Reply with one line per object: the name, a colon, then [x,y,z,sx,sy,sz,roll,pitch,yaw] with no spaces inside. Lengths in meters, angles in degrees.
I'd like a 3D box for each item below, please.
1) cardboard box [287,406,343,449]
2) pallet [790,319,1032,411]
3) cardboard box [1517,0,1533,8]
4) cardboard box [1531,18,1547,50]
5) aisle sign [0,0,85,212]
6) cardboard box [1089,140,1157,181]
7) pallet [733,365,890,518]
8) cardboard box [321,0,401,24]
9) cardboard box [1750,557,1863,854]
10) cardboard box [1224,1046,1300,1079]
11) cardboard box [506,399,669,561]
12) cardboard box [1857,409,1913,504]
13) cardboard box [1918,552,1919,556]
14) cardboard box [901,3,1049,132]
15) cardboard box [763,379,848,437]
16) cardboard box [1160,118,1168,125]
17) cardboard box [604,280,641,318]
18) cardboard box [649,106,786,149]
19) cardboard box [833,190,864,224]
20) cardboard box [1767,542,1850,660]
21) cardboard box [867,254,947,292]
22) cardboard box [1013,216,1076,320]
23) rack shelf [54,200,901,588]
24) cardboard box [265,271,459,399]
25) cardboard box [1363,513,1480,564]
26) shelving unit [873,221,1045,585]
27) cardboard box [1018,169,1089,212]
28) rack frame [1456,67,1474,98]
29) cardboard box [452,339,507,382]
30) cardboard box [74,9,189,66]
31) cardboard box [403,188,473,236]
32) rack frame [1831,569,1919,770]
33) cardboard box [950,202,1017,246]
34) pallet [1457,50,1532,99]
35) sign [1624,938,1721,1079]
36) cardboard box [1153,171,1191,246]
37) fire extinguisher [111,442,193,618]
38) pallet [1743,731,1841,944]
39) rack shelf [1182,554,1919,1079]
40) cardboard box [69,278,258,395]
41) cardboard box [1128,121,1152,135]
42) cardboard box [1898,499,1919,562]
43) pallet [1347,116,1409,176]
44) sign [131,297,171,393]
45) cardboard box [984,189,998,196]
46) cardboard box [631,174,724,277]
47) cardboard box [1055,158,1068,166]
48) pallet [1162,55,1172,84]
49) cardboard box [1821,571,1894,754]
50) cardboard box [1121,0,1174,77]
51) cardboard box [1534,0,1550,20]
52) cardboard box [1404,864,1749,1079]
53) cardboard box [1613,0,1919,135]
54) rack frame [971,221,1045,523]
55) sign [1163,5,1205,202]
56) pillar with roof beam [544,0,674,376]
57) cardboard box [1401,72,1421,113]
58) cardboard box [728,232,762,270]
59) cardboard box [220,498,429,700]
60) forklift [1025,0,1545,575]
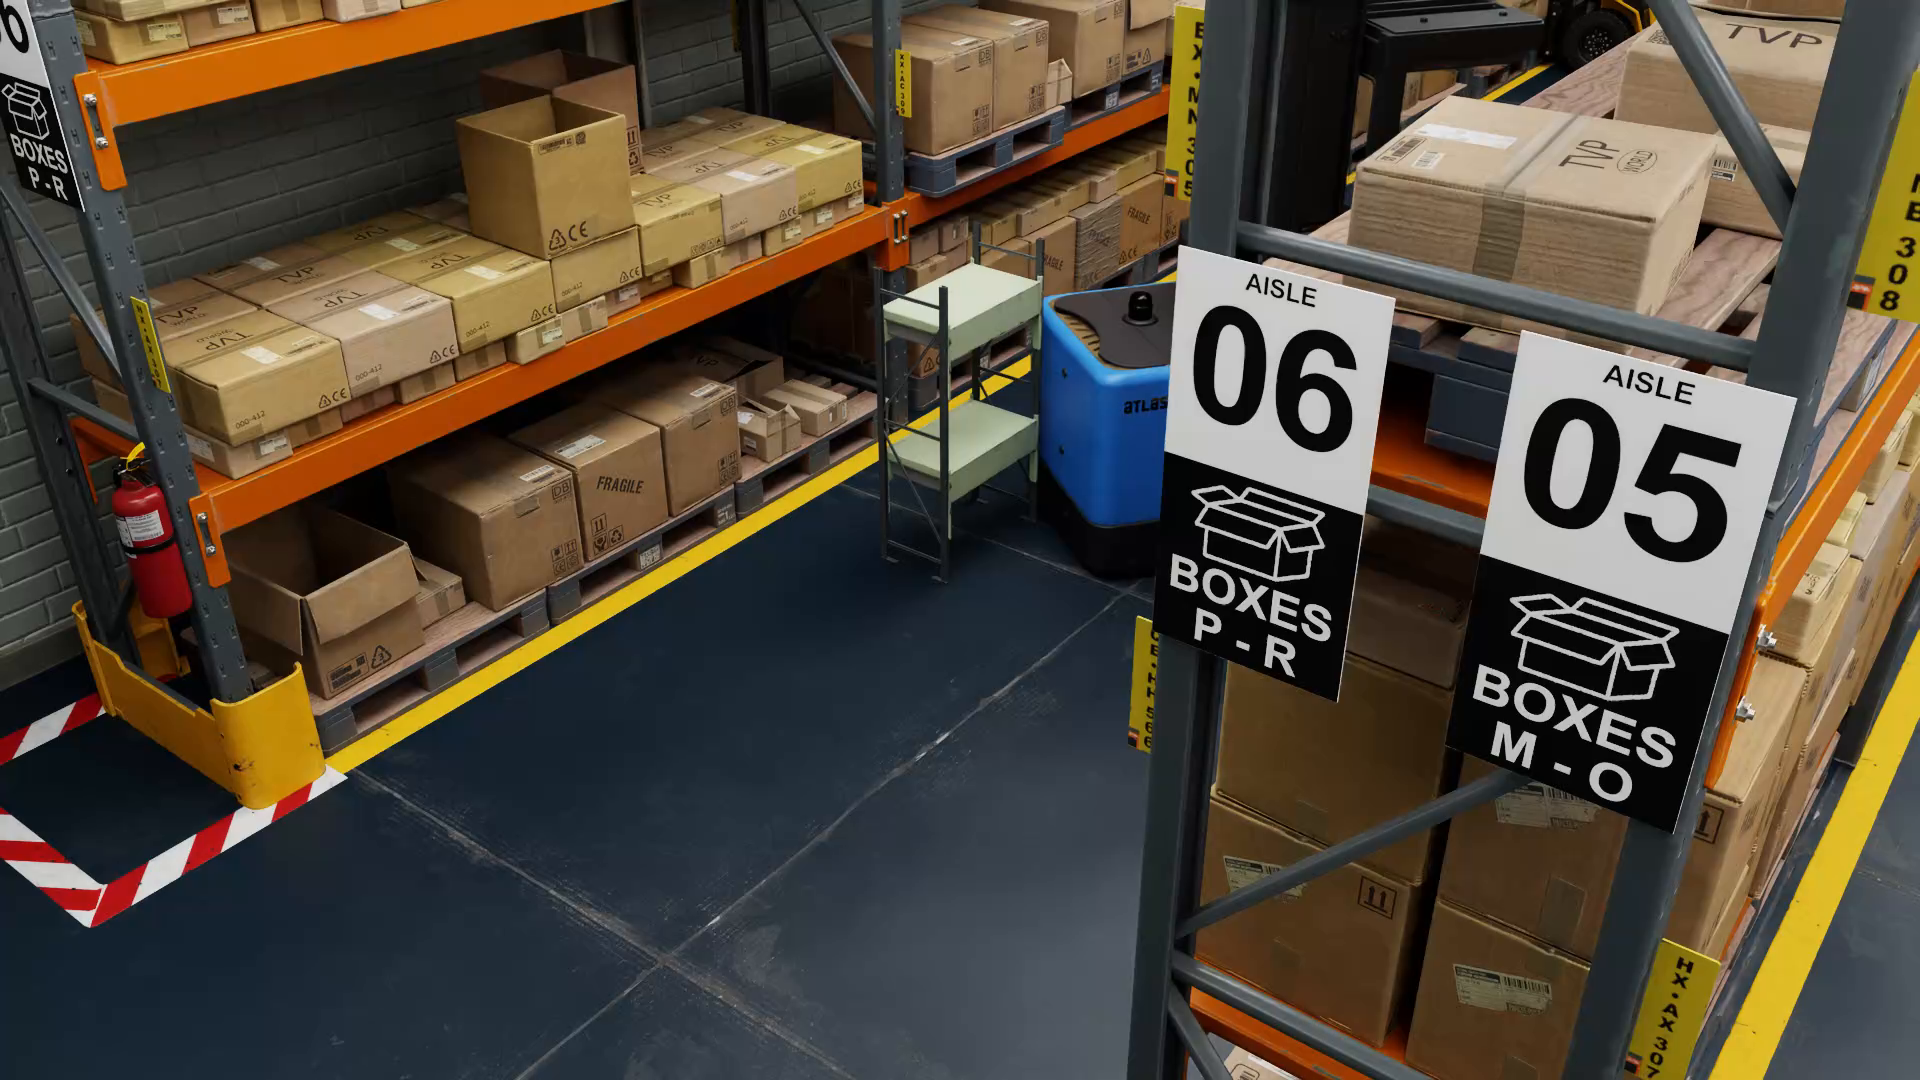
cardboard box: [-2.604,-0.503,6.404,0.380,0.149,0.250,22,37,32]
pallet: [-0.263,-1.213,10.090,1.003,0.211,1.213,21,37,31]
cardboard box: [4.965,-5.055,15.142,0.500,0.250,0.500,21,37,31]
cardboard box: [5.254,-4.840,15.759,0.500,0.250,0.500,22,37,32]
aisle sign: [-2.945,-1.445,5.196,0.394,0.787,0.004,21,37,31]
cardboard box: [1.065,-2.495,10.921,0.380,0.149,0.250,22,37,33]
pallet: [-1.139,-0.592,9.042,1.003,0.211,1.213,21,37,31]
cardboard box: [-2.222,-1.968,5.933,0.380,0.149,0.250,22,37,32]
cardboard box: [1.645,0.289,3.742,0.500,0.500,0.500,20,36,30]
cardboard box: [1.140,1.704,4.534,0.875,0.438,0.875,20,36,30]
cardboard box: [-1.747,-0.289,7.835,0.500,0.500,0.500,22,37,32]
cardboard box: [2.051,-0.253,4.019,0.380,0.149,0.250,21,37,32]
cardboard box: [3.160,-0.320,5.750,0.500,0.500,0.500,21,37,32]
cardboard box: [0.060,-2.633,9.240,0.700,0.500,0.500,22,37,32]
cardboard box: [-0.826,-0.708,8.887,0.380,0.149,0.250,20,36,30]
cardboard box: [1.595,-2.802,11.440,0.380,0.149,0.250,19,36,29]
cardboard box: [-1.660,-1.133,7.467,0.380,0.149,0.250,21,37,31]
cardboard box: [-1.238,-2.016,8.565,0.500,0.250,0.500,21,36,31]
cardboard box: [-0.715,-1.755,8.516,0.380,0.149,0.250,22,37,32]
cardboard box: [1.606,0.071,3.473,0.380,0.149,0.250,22,37,33]
cardboard box: [-0.295,-1.519,9.274,0.380,0.149,0.250,23,38,33]
cardboard box: [0.366,-1.724,10.257,0.500,0.500,0.500,20,36,30]
rack shelf: [-1.931,-0.948,7.613,1.077,0.370,4.000,21,37,31]
cardboard box: [-2.345,-0.815,6.538,0.500,0.250,0.500,22,37,32]
cardboard box: [1.013,0.011,3.574,0.380,0.149,0.250,22,37,32]
shelving unit: [0.004,-0.648,7.872,0.431,1.500,0.755,21,37,31]
cardboard box: [0.583,-2.188,10.403,0.380,0.149,0.250,21,37,31]
rack frame: [4.106,-5.322,14.289,1.000,3.000,0.127,21,37,31]
cardboard box: [-2.116,-0.815,6.929,0.380,0.149,0.250,22,37,32]
cardboard box: [-2.760,-1.685,5.455,0.380,0.149,0.250,22,37,32]
cardboard box: [-2.141,-1.398,7.523,0.500,0.250,0.500,21,37,31]
rack frame: [3.236,-0.544,6.227,1.000,3.000,0.127,21,37,31]
cardboard box: [0.111,-1.879,9.881,0.380,0.149,0.250,20,36,30]
pallet: [4.619,-4.433,15.523,1.003,0.211,1.213,21,37,31]
sign: [1.260,0.848,2.950,0.100,0.325,0.005,21,37,31]
cardboard box: [1.297,-2.364,11.336,0.500,0.500,0.500,21,36,31]
fire extinguisher: [-2.858,-0.049,5.832,0.296,0.674,0.183,21,37,31]
pallet: [2.715,0.940,6.457,1.003,0.211,1.213,21,37,31]
rack shelf: [2.029,0.578,5.038,1.077,0.370,4.000,21,37,31]
cardboard box: [-3.072,-0.777,6.474,0.500,0.250,0.500,22,37,33]
cardboard box: [1.128,-2.965,11.714,0.380,0.149,0.250,23,38,34]
cardboard box: [2.559,-0.327,4.781,0.500,0.500,0.500,22,37,32]
pallet: [2.956,-3.313,13.634,1.003,0.211,1.213,21,37,31]
sign: [-2.705,-0.650,5.556,0.100,0.325,0.005,21,37,31]
cardboard box: [0.016,-2.233,10.479,0.380,0.149,0.250,22,37,32]
cardboard box: [-1.439,-1.445,7.602,0.500,0.250,0.500,21,36,31]
cardboard box: [0.503,-2.536,10.991,0.380,0.149,0.250,20,36,30]
pallet: [1.338,-3.317,11.093,1.213,0.211,1.003,21,37,31]
cardboard box: [2.234,0.308,4.691,0.500,0.500,0.500,22,37,33]
cardboard box: [0.853,-3.201,10.196,0.797,0.503,0.637,20,36,30]
cardboard box: [5.259,-5.043,15.612,0.500,0.250,0.500,21,36,31]
cardboard box: [1.340,0.932,3.638,0.500,0.500,0.500,21,36,31]
cardboard box: [1.765,-0.987,3.609,0.500,0.311,0.500,22,37,32]
rack frame: [0.225,-0.797,8.123,0.400,1.500,0.023,21,37,31]
sign: [0.397,-0.729,2.804,0.100,0.325,0.005,21,37,31]
pillar with roof beam: [1.570,-3.321,5.027,9.100,9.000,0.400,21,37,31]
cardboard box: [3.325,-3.953,13.895,0.875,0.625,0.625,21,36,31]
cardboard box: [-1.172,-1.431,7.969,0.380,0.149,0.250,22,37,33]
cardboard box: [-2.693,0.229,6.958,0.797,0.503,0.637,20,36,29]
forklift: [1.915,-1.517,7.934,3.031,2.935,1.130,-9,32,-15]
